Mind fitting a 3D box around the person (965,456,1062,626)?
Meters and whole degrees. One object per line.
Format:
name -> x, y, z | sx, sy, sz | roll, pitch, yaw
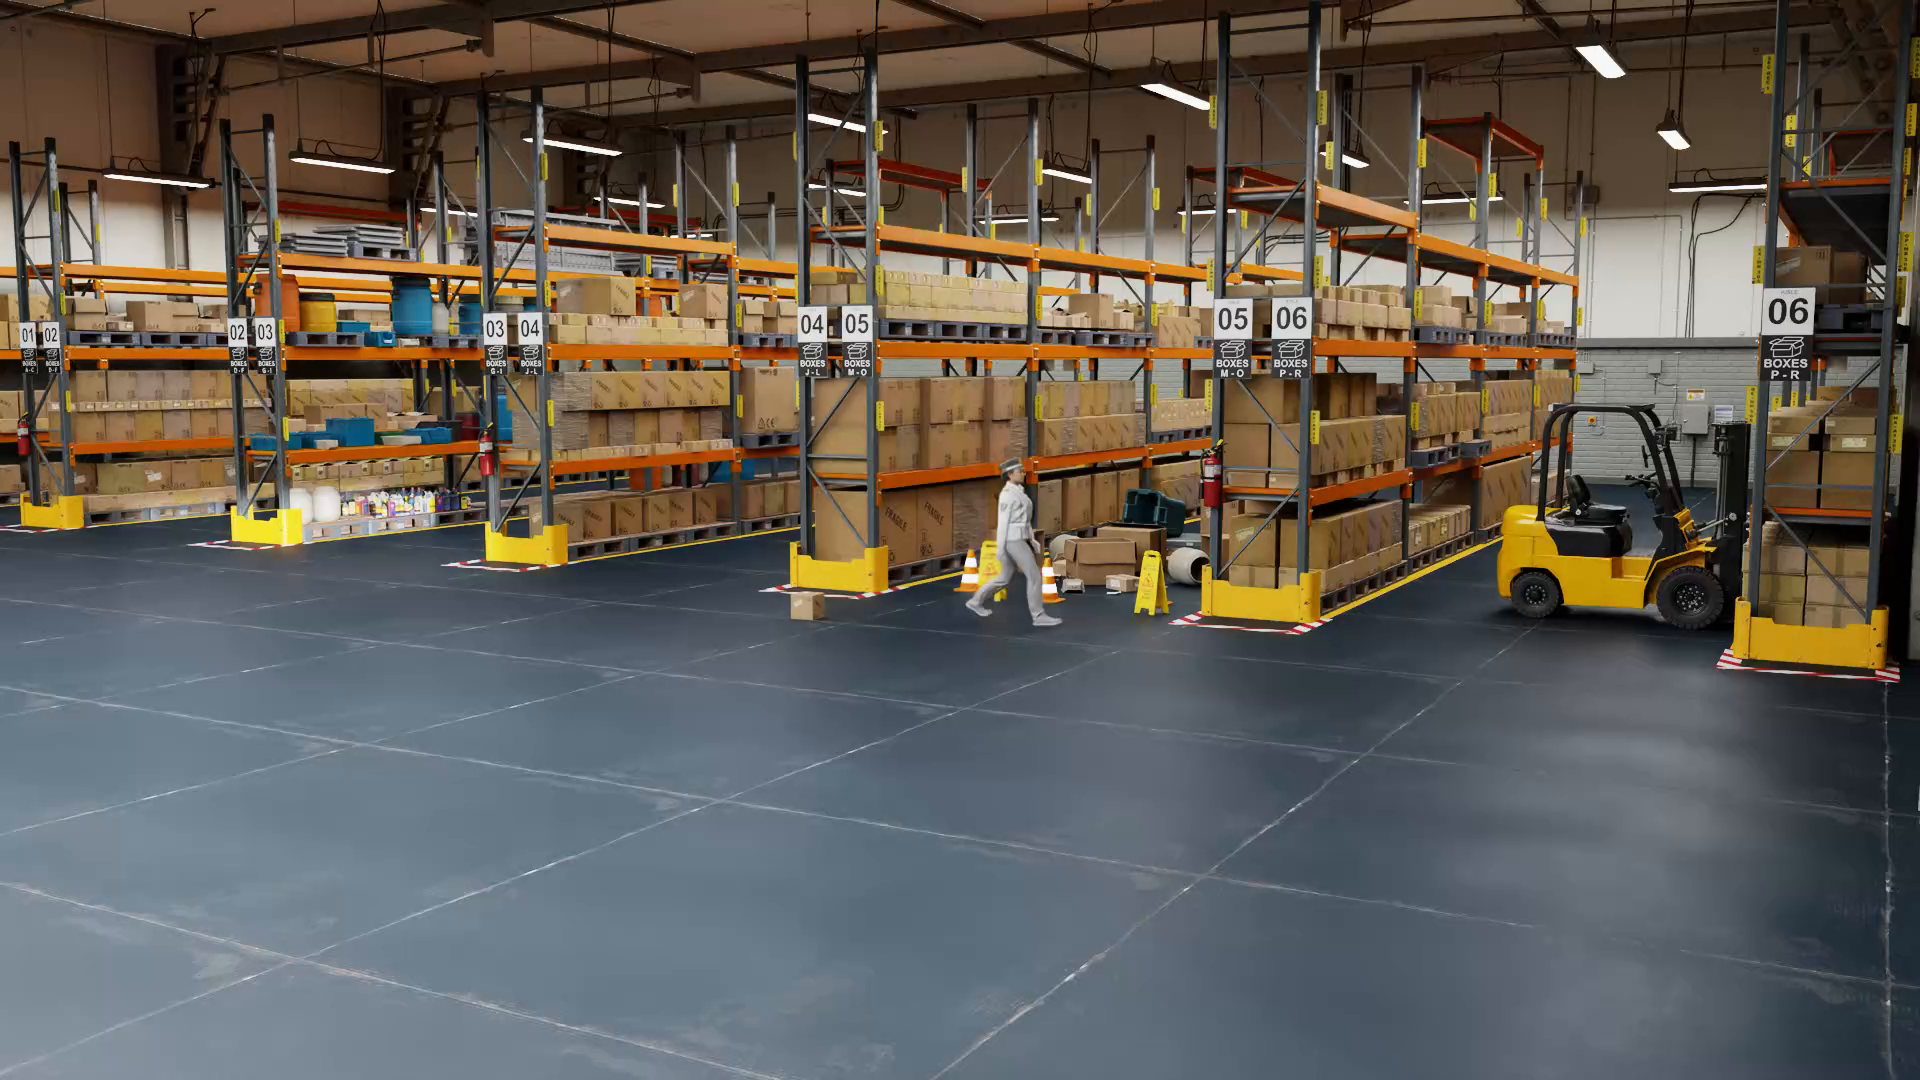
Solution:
person -> 0.521, 0.000, 16.154 | 0.987, 1.640, 0.480 | 1, 6, 12
